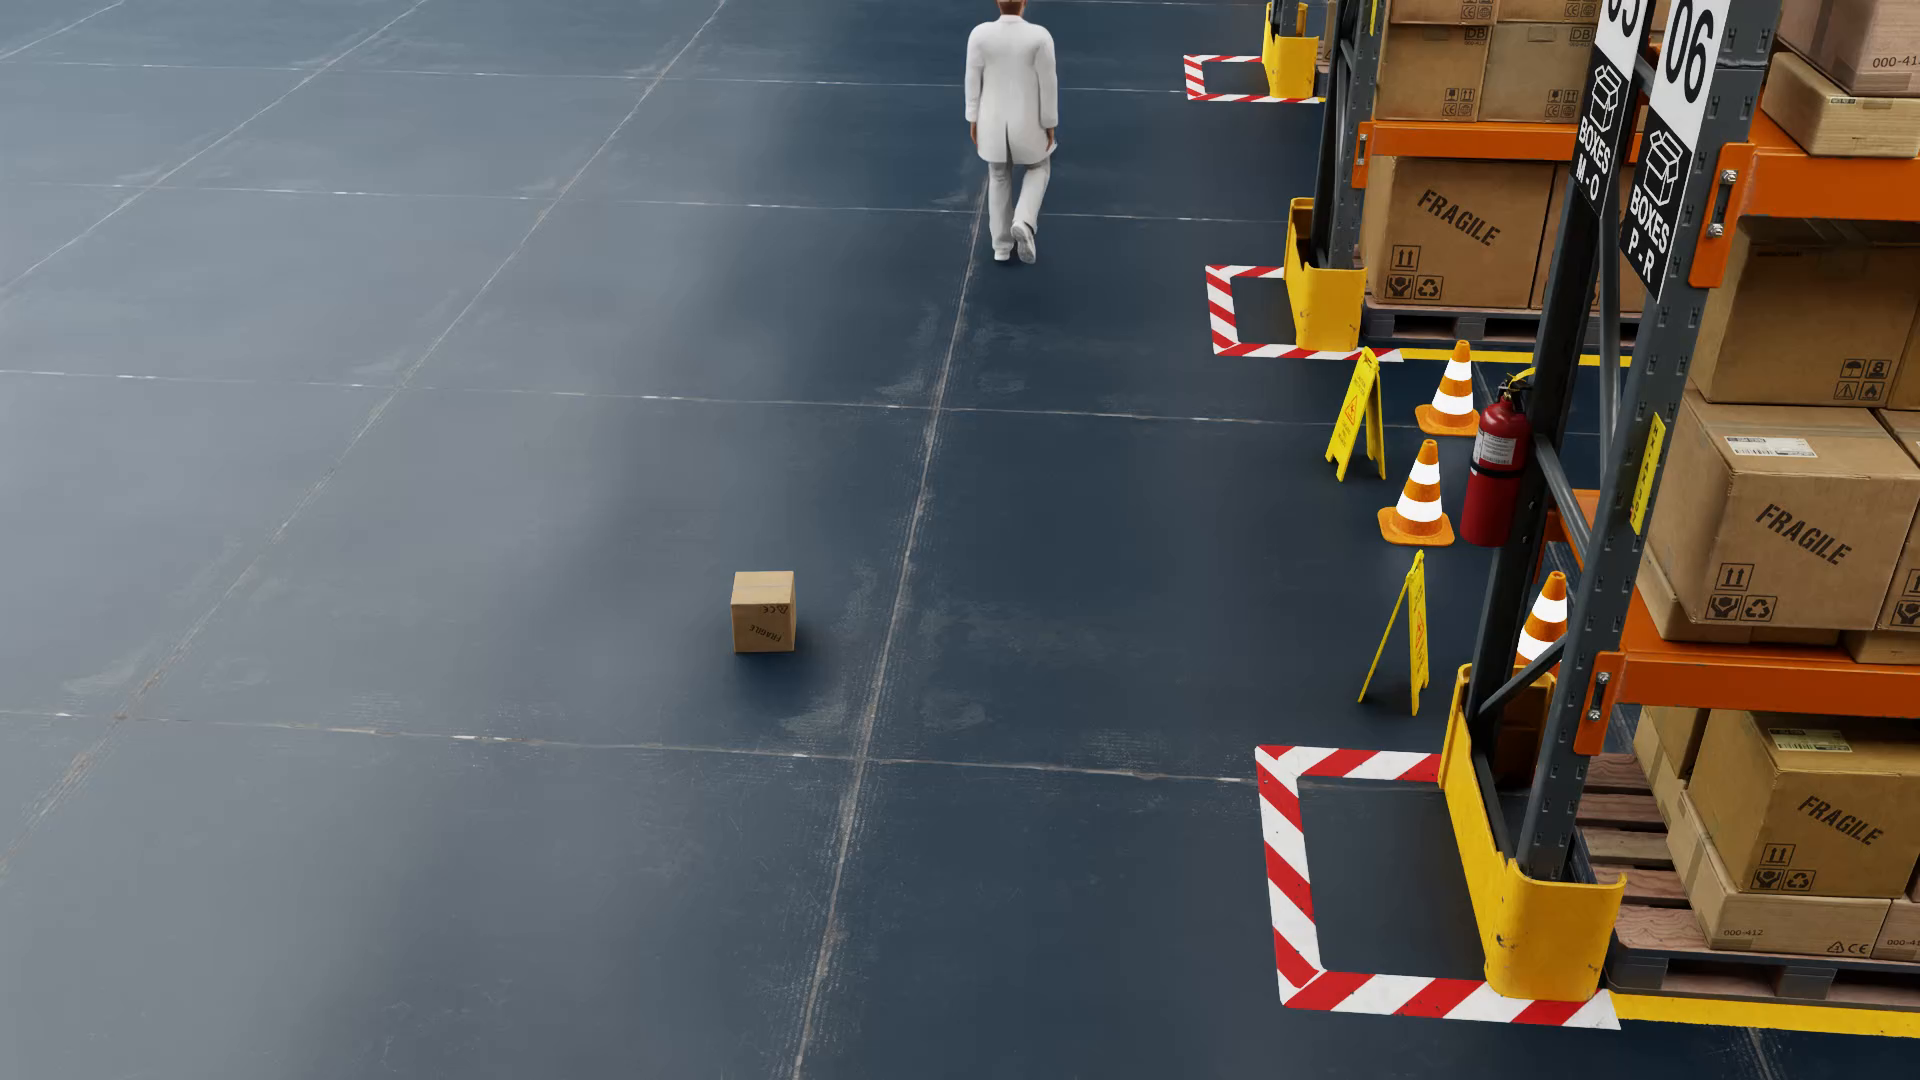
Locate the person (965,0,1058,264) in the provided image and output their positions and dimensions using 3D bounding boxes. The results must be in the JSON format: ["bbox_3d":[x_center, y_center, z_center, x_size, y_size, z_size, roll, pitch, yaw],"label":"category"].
[{"bbox_3d":[0.319,-2.587,10.316,0.585,1.774,0.560,5,32,8],"label":"person"}]
